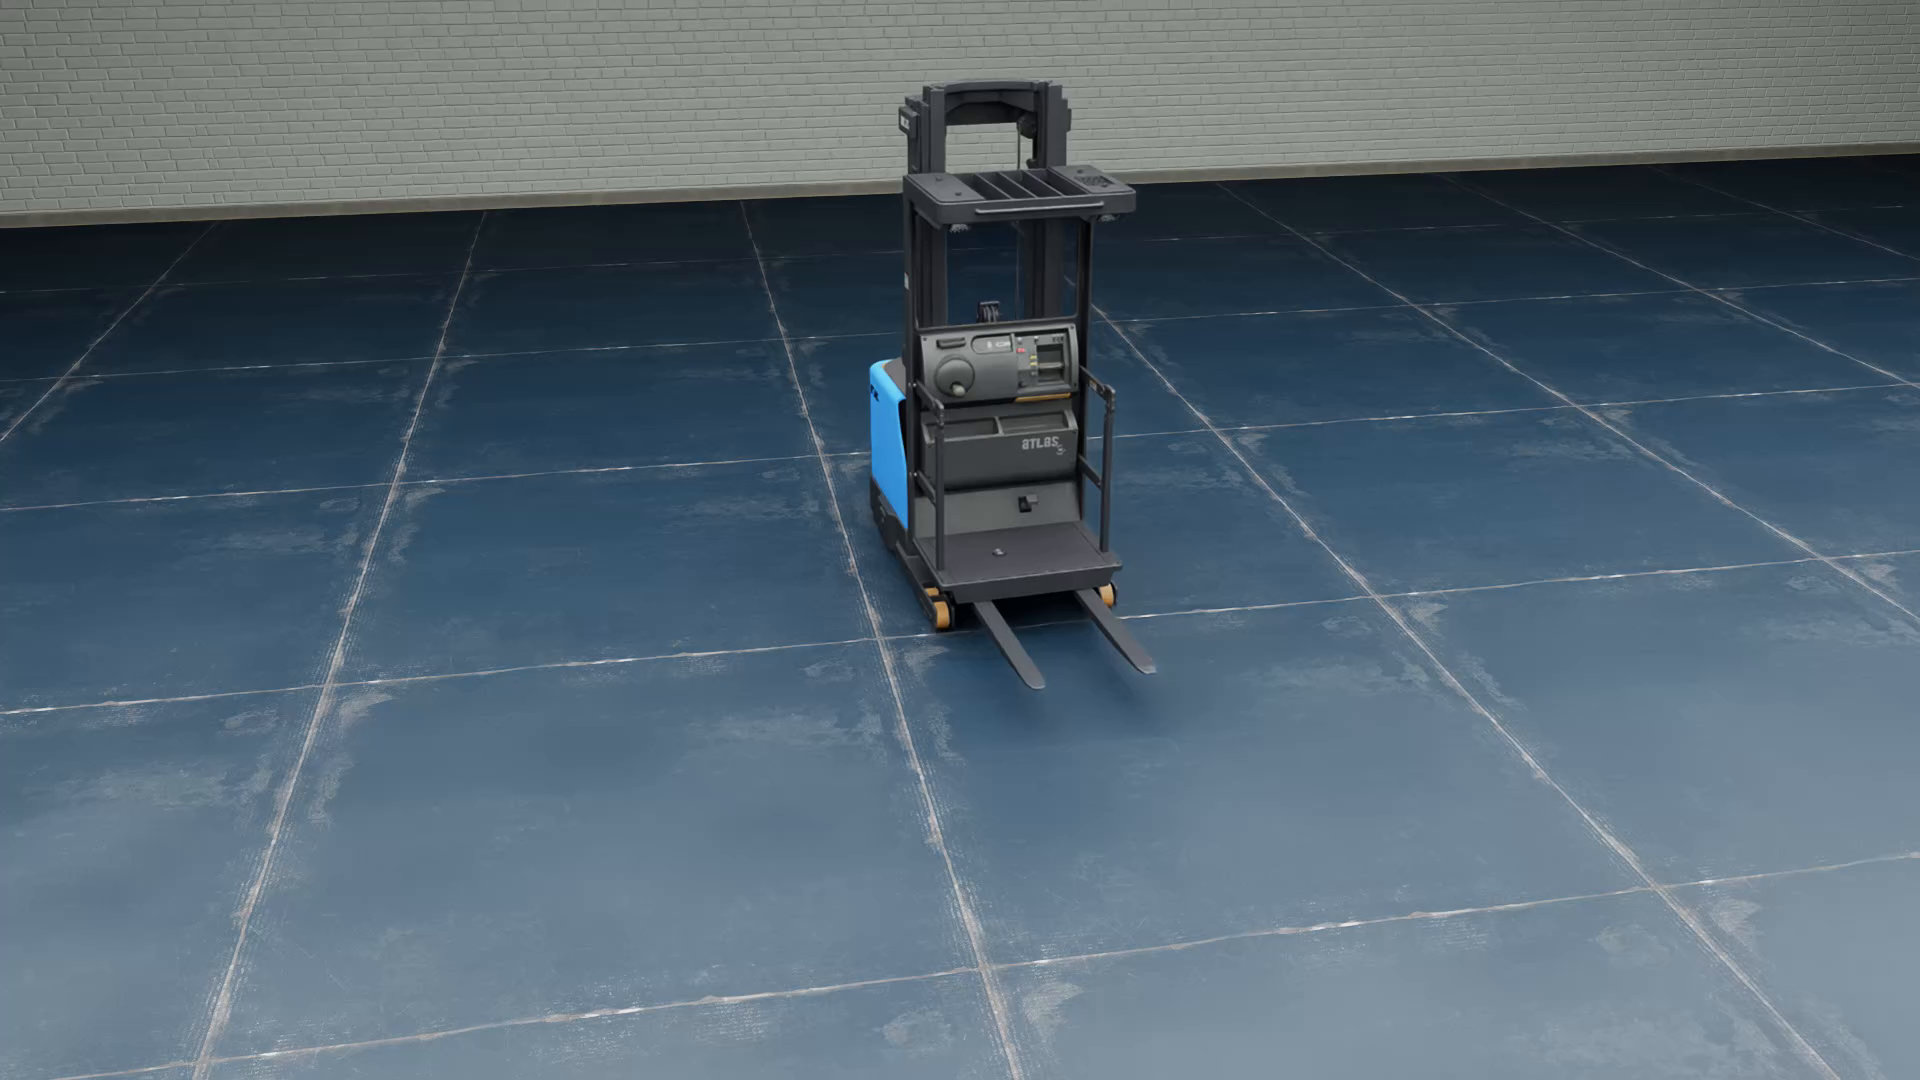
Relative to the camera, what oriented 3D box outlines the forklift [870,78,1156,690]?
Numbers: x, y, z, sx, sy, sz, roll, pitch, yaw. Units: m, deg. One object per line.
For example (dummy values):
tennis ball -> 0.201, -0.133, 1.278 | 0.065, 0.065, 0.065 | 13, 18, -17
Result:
forklift -> 0.291, -1.000, 9.377 | 1.130, 2.935, 3.031 | -6, 24, -14
